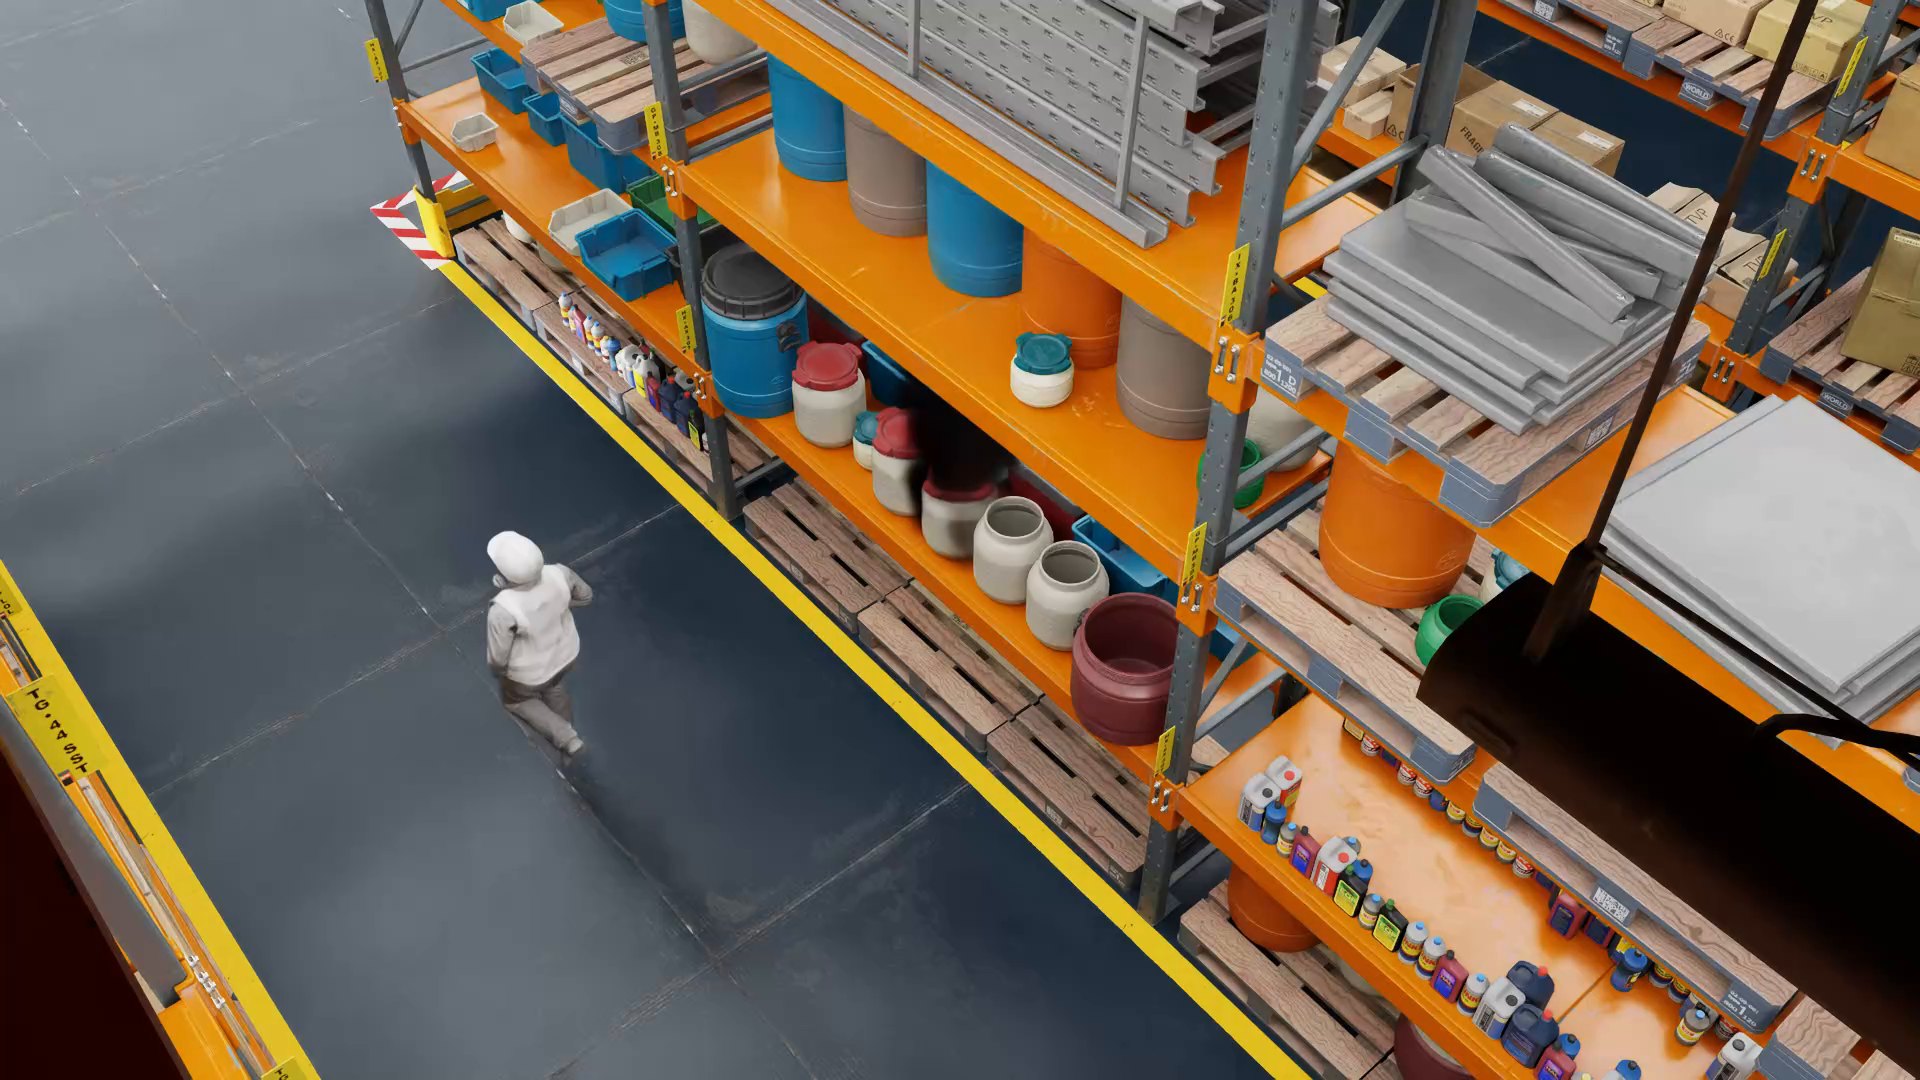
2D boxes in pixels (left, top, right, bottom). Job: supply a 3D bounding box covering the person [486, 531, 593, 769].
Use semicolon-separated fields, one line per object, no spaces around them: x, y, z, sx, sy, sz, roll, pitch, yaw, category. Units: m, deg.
-2.206;0.617;8.817;0.583;1.747;0.702;30;53;25;person
